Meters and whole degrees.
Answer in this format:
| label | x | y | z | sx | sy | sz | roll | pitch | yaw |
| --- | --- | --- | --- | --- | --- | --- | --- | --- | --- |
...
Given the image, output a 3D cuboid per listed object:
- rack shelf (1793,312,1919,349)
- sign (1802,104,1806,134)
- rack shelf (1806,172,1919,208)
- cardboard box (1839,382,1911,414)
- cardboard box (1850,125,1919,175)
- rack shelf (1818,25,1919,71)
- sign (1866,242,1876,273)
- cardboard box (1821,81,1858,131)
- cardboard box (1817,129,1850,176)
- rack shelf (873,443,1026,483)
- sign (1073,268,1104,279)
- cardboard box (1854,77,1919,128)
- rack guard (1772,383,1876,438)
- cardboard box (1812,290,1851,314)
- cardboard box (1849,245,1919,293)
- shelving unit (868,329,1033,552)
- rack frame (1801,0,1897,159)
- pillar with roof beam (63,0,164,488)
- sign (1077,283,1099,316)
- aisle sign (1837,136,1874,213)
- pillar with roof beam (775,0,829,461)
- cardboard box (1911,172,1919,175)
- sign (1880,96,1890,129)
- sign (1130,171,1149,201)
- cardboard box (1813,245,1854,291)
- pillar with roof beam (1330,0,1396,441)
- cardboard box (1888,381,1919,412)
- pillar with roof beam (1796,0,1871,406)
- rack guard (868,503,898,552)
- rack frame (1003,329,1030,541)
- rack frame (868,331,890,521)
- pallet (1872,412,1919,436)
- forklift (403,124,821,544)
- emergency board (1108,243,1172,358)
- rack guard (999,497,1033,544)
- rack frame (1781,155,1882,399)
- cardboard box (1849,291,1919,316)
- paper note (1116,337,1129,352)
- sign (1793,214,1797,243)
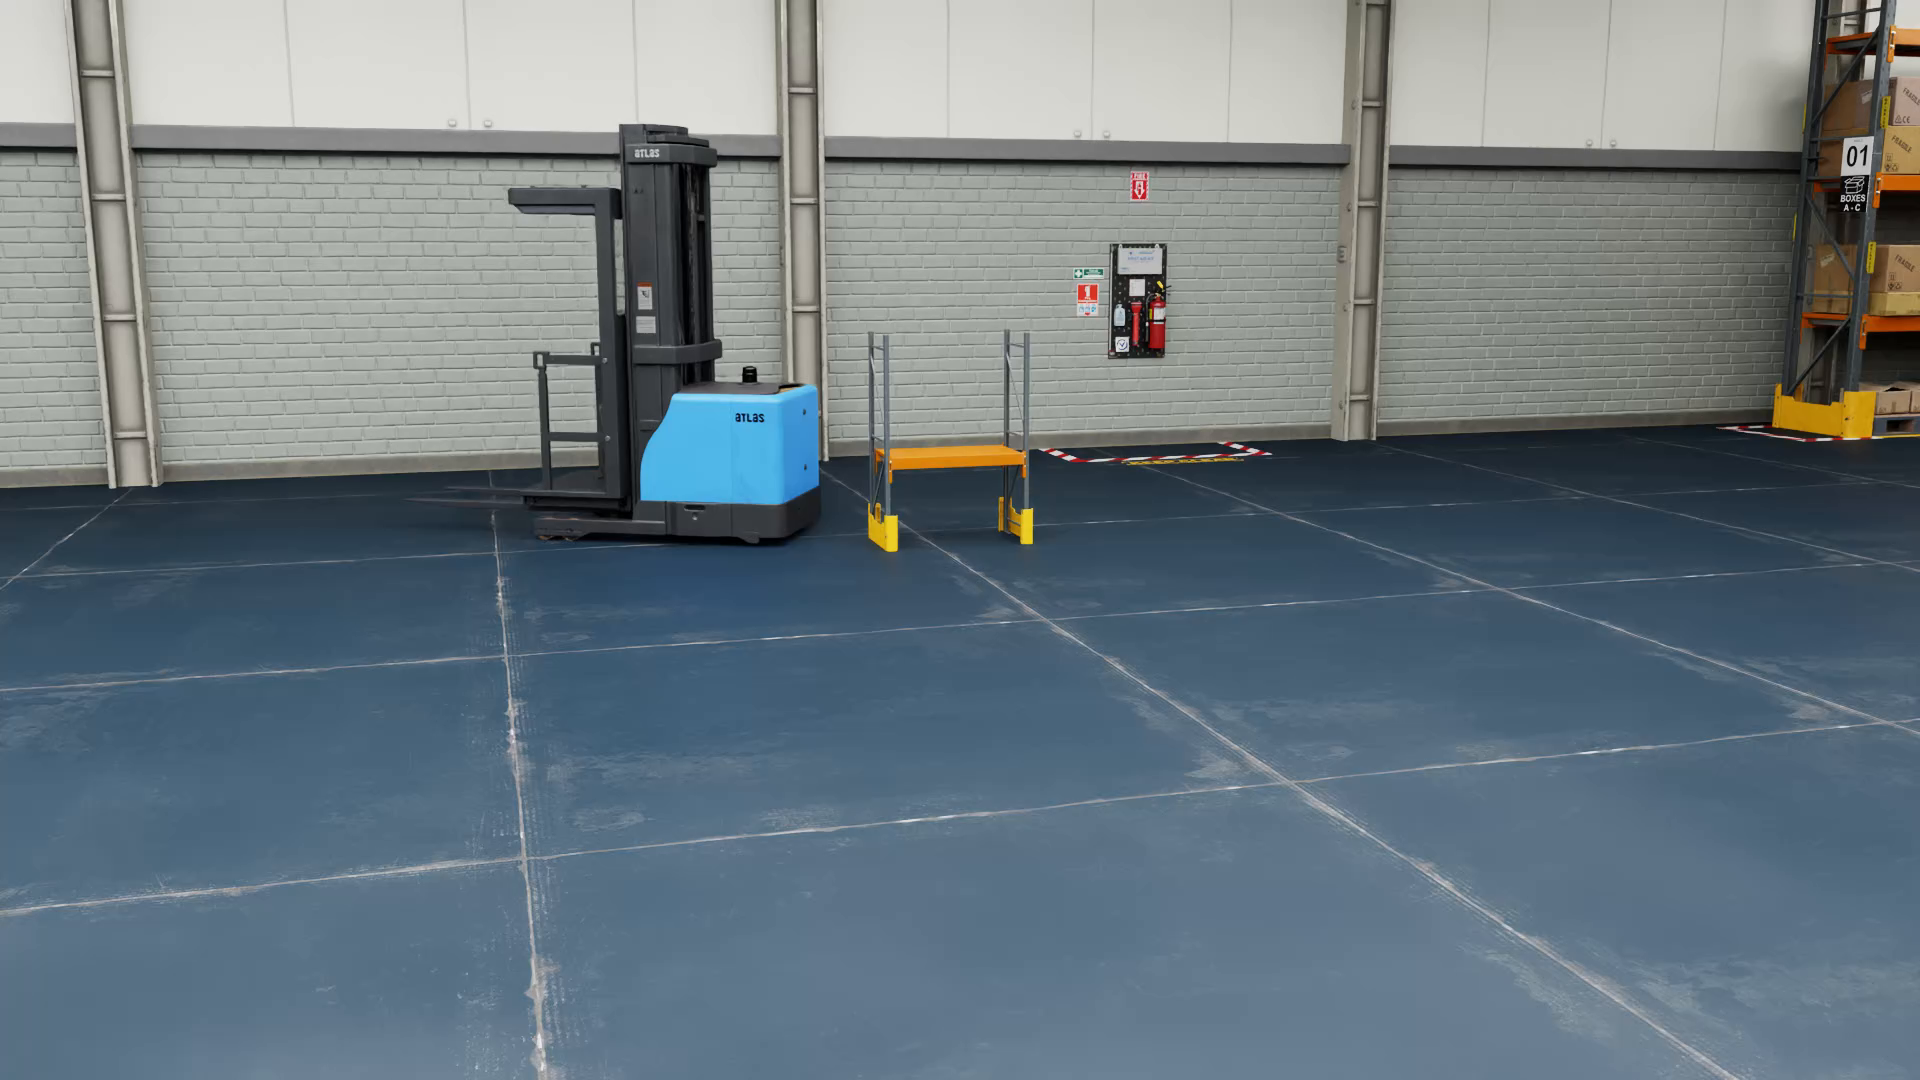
| label | x | y | z | sx | sy | sz | roll | pitch | yaw |
| --- | --- | --- | --- | --- | --- | --- | --- | --- | --- |
| rack shelf | 11.501 | -2.435 | 18.974 | 4.000 | 0.370 | 1.077 | -3 | 11 | -16 |
| sign | 9.444 | -4.696 | 18.537 | 0.005 | 0.325 | 0.100 | -3 | 11 | -16 |
| rack shelf | 11.501 | -3.910 | 18.703 | 4.000 | 0.370 | 1.077 | -3 | 11 | -16 |
| cardboard box | 10.270 | -1.601 | 18.668 | 0.500 | 0.311 | 0.500 | -4 | 11 | -22 |
| cardboard box | 9.971 | -4.195 | 17.933 | 0.500 | 0.500 | 0.500 | -3 | 11 | -14 |
| rack shelf | 11.501 | -5.384 | 18.431 | 4.000 | 0.370 | 1.077 | -3 | 11 | -16 |
| sign | 9.732 | -3.019 | 17.769 | 0.005 | 0.325 | 0.100 | -3 | 11 | -16 |
| cardboard box | 9.921 | -4.781 | 18.352 | 0.500 | 0.500 | 0.500 | -3 | 11 | -13 |
| cardboard box | 9.910 | -4.287 | 18.431 | 0.500 | 0.500 | 0.500 | -2 | 11 | -12 |
| rack shelf | -0.082 | -0.556 | 11.920 | 1.000 | 0.185 | 0.538 | -3 | 11 | -16 |
| sign | 1.314 | -2.718 | 16.963 | 0.331 | 0.109 | 0.001 | -3 | 11 | -16 |
| cardboard box | 10.018 | -4.691 | 17.863 | 0.500 | 0.500 | 0.500 | -4 | 11 | -20 |
| rack guard | 9.653 | -1.462 | 18.607 | 0.348 | 0.500 | 1.175 | -3 | 11 | -16 |
| cardboard box | 9.975 | -2.681 | 18.683 | 0.500 | 0.250 | 0.500 | -3 | 11 | -15 |
| cardboard box | 10.123 | -2.964 | 18.151 | 0.500 | 0.500 | 0.500 | -3 | 11 | -16 |
| shelving unit | -0.073 | -0.734 | 11.890 | 1.083 | 1.500 | 0.587 | -3 | 11 | -16 |
| rack frame | 9.580 | -5.638 | 17.816 | 0.127 | 3.000 | 1.000 | -3 | 11 | -16 |
| pillar with roof beam | -6.069 | -4.164 | 9.812 | 0.400 | 9.000 | 9.100 | -3 | 11 | -16 |
| sign | 1.307 | -2.459 | 17.018 | 0.234 | 0.329 | 0.001 | -3 | 11 | -16 |
| aisle sign | 9.595 | -3.910 | 17.821 | 0.004 | 0.787 | 0.394 | -3 | 11 | -16 |
| pillar with roof beam | -0.308 | -4.468 | 11.462 | 0.400 | 9.000 | 9.100 | -3 | 11 | -16 |
| cardboard box | 10.497 | -4.216 | 18.047 | 0.500 | 0.500 | 0.500 | -2 | 11 | -12 |
| sign | 9.732 | -4.498 | 17.496 | 0.005 | 0.325 | 0.100 | -3 | 11 | -16 |
| sign | 1.831 | -3.608 | 16.958 | 0.199 | 0.298 | 0.001 | -3 | 11 | -16 |
| cardboard box | 9.974 | -3.053 | 18.634 | 0.500 | 0.500 | 0.500 | -3 | 11 | -17 |
| pillar with roof beam | 5.453 | -4.772 | 13.111 | 0.400 | 9.000 | 9.100 | -3 | 11 | -16 |
| cardboard box | 10.817 | -1.630 | 18.825 | 0.500 | 0.311 | 0.500 | -2 | 11 | -11 |
| pillar with roof beam | 11.214 | -5.075 | 14.760 | 0.400 | 9.000 | 9.100 | -3 | 11 | -16 |
| rack guard | -0.551 | -0.094 | 11.866 | 0.087 | 0.250 | 0.587 | -3 | 11 | -16 |
| rack frame | 0.406 | -0.759 | 12.027 | 0.032 | 1.500 | 0.500 | -3 | 11 | -16 |
| rack frame | -0.570 | -0.708 | 11.748 | 0.032 | 1.500 | 0.500 | -3 | 11 | -16 |
| pallet | 10.443 | -1.355 | 18.823 | 1.213 | 0.211 | 1.003 | -3 | 11 | -16 |
| forklift | -2.622 | -1.527 | 12.244 | 3.031 | 2.935 | 1.130 | 2 | 11 | 11 |
| emergency board | 1.866 | -2.451 | 17.076 | 0.643 | 1.169 | 0.194 | -3 | 11 | -16 |
| rack guard | 0.405 | -0.144 | 12.140 | 0.087 | 0.250 | 0.587 | -3 | 11 | -16 |
| rack frame | 9.580 | -2.687 | 18.359 | 0.127 | 3.000 | 1.000 | -3 | 11 | -16 |
| cardboard box | 10.138 | -2.593 | 18.205 | 0.500 | 0.250 | 0.500 | -3 | 11 | -18 |
| paper note | 1.677 | -2.021 | 17.172 | 0.142 | 0.148 | 0.016 | -3 | 11 | -16 |
| sign | 9.444 | -3.510 | 18.756 | 0.005 | 0.325 | 0.100 | -3 | 11 | -16 |
